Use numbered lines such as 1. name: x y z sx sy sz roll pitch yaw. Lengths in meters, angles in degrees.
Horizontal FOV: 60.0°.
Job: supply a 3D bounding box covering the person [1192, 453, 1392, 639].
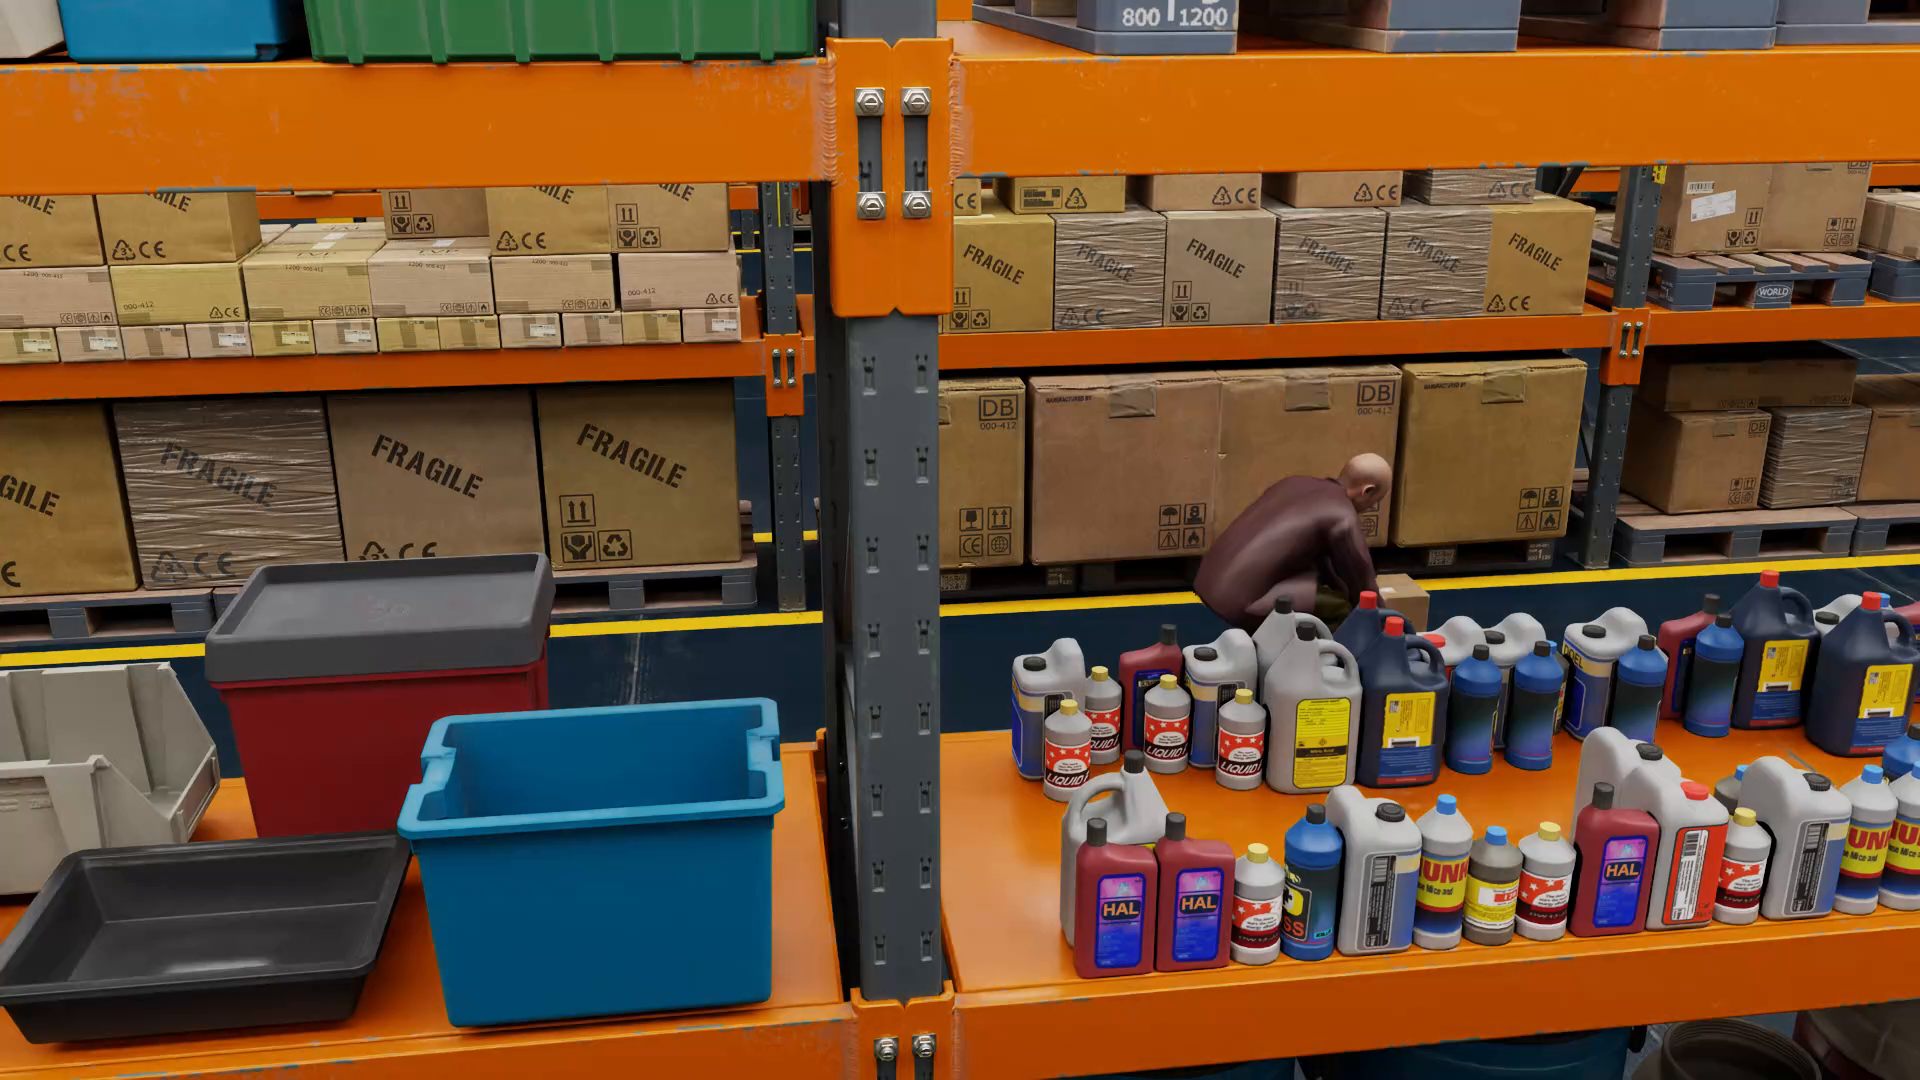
1. person: 1.404 0.161 6.825 0.911 0.986 0.609 -3 20 -8
